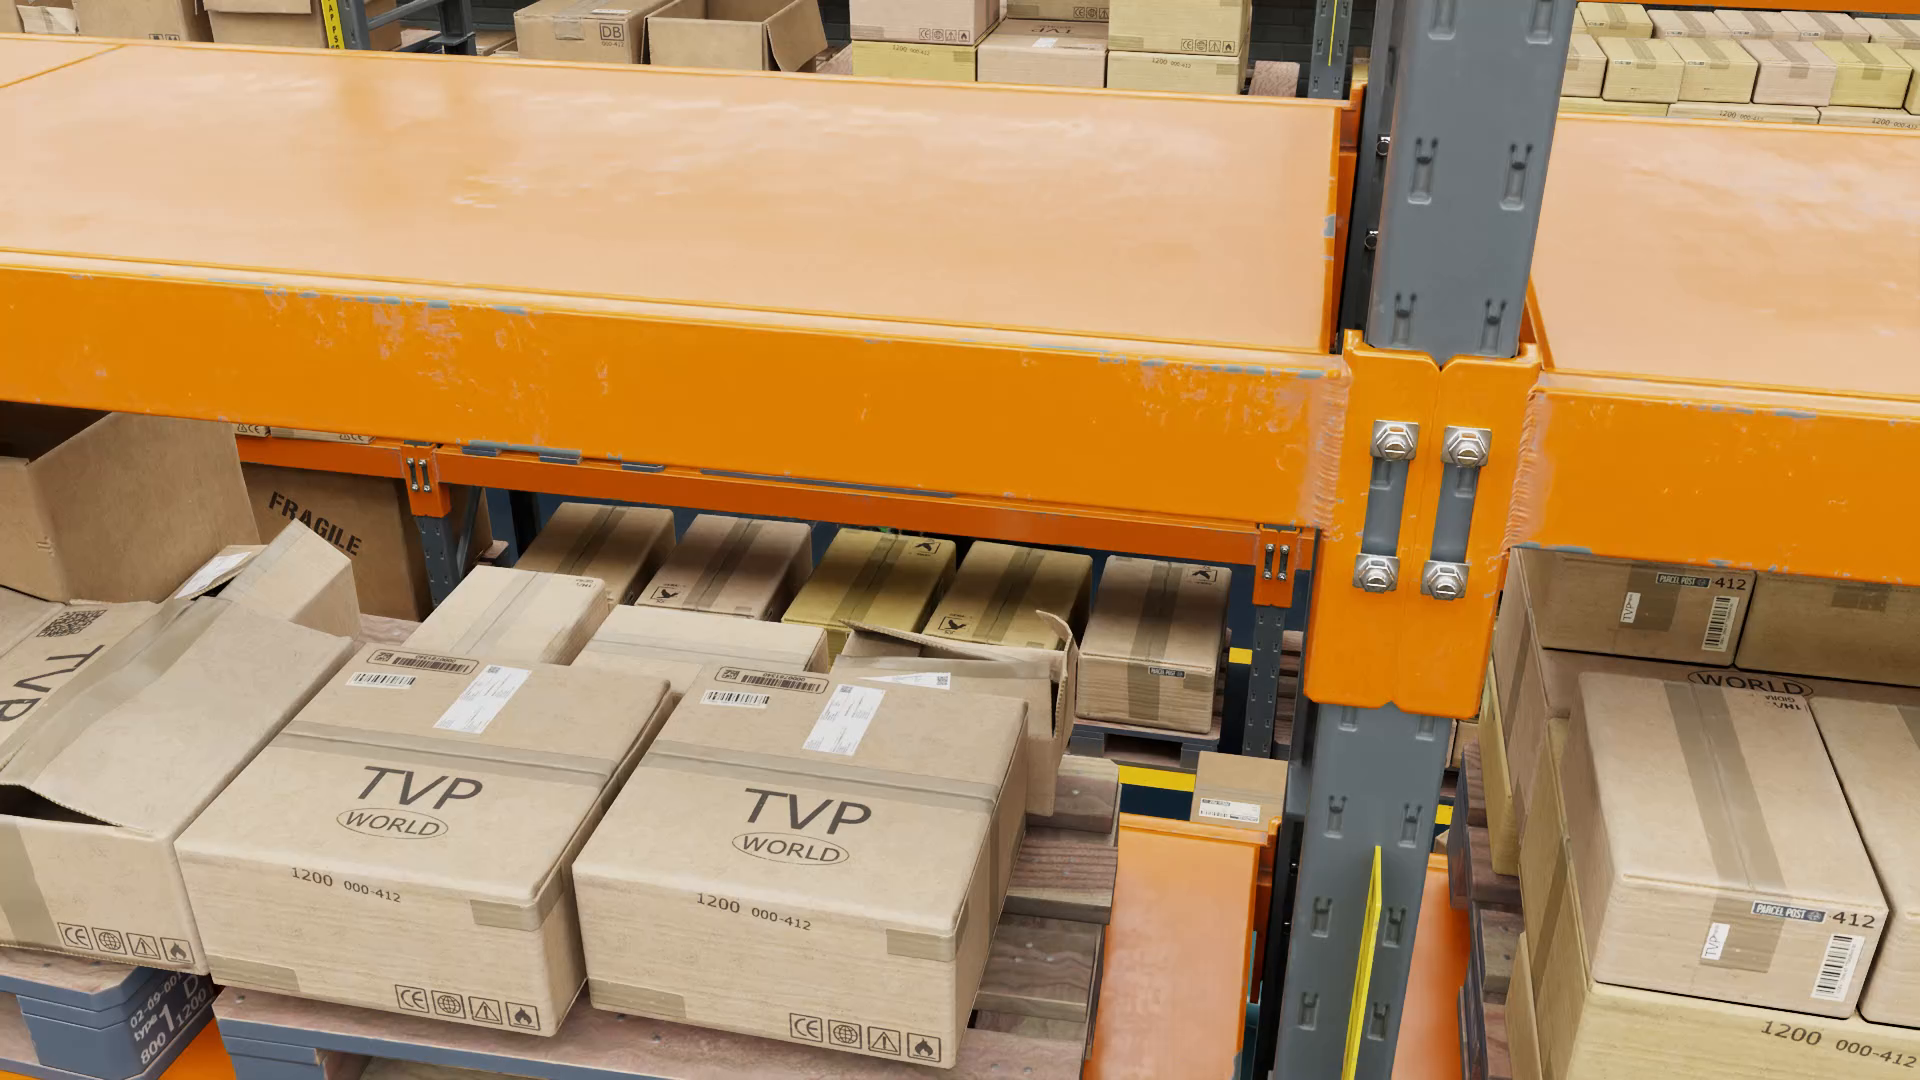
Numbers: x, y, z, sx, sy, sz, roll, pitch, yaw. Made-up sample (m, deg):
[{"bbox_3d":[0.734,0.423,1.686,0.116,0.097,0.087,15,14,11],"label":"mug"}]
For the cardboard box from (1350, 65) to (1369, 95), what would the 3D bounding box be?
[{"bbox_3d":[2.745,-3.050,11.108,0.250,0.149,0.380,6,29,12],"label":"cardboard box"}]

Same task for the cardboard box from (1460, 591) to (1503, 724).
[{"bbox_3d":[2.509,0.496,7.365,0.500,0.500,0.500,7,29,13],"label":"cardboard box"}]

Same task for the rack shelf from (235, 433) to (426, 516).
[{"bbox_3d":[-4.406,-0.717,8.685,4.000,0.370,1.077,6,29,11],"label":"rack shelf"}]

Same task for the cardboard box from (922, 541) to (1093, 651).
[{"bbox_3d":[0.245,0.416,8.166,0.625,0.372,0.950,8,30,14],"label":"cardboard box"}]

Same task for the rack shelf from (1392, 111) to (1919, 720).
[{"bbox_3d":[2.483,-0.036,1.610,4.000,0.370,1.077,6,29,11],"label":"rack shelf"}]

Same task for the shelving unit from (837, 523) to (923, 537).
[{"bbox_3d":[-0.459,-0.421,9.269,0.258,1.200,0.503,-21,35,-33],"label":"shelving unit"}]

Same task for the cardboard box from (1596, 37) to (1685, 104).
[{"bbox_3d":[2.470,-1.719,6.074,0.250,0.149,0.380,6,29,10],"label":"cardboard box"}]

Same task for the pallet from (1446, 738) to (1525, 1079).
[{"bbox_3d":[1.325,0.714,2.290,1.213,0.211,1.003,6,29,11],"label":"pallet"}]

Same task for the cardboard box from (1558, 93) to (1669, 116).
[{"bbox_3d":[2.342,-1.591,6.255,0.500,0.250,0.500,6,29,10],"label":"cardboard box"}]

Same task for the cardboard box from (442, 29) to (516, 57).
[{"bbox_3d":[-3.628,-3.508,12.493,0.500,0.500,0.700,6,29,10],"label":"cardboard box"}]

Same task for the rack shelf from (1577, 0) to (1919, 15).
[{"bbox_3d":[4.451,-3.562,10.758,4.000,0.370,1.077,6,29,11],"label":"rack shelf"}]

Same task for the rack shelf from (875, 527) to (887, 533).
[{"bbox_3d":[-0.459,-0.154,9.415,0.258,0.148,0.480,-21,35,-33],"label":"rack shelf"}]

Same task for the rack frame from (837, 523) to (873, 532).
[{"bbox_3d":[-0.610,-0.513,9.438,0.240,1.200,0.015,-21,35,-33],"label":"rack frame"}]

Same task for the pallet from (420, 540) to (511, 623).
[{"bbox_3d":[-3.205,0.277,9.024,1.213,0.211,1.003,6,29,11],"label":"pallet"}]

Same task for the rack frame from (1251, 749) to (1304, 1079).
[{"bbox_3d":[0.527,1.904,3.148,0.127,3.000,1.000,6,29,11],"label":"rack frame"}]

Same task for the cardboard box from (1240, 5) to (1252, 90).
[{"bbox_3d":[0.974,-2.112,7.079,0.500,0.250,0.500,5,29,9],"label":"cardboard box"}]

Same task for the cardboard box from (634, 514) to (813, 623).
[{"bbox_3d":[-1.176,0.268,8.436,0.625,0.372,0.950,5,29,10],"label":"cardboard box"}]

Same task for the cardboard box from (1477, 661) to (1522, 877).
[{"bbox_3d":[0.950,0.357,2.571,0.250,0.149,0.380,6,29,10],"label":"cardboard box"}]

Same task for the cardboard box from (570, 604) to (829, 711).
[{"bbox_3d":[-0.435,0.250,2.766,0.380,0.149,0.250,6,29,11],"label":"cardboard box"}]

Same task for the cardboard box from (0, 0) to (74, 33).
[{"bbox_3d":[-4.234,-2.416,7.375,0.500,0.500,0.500,6,29,11],"label":"cardboard box"}]

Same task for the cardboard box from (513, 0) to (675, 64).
[{"bbox_3d":[-1.525,-2.092,7.219,0.500,0.500,0.700,6,29,11],"label":"cardboard box"}]

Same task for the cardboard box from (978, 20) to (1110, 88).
[{"bbox_3d":[0.367,-1.908,6.708,0.500,0.250,0.500,6,29,11],"label":"cardboard box"}]

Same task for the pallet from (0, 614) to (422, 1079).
[{"bbox_3d":[-1.649,0.421,2.931,1.213,0.211,1.003,7,30,13],"label":"pallet"}]

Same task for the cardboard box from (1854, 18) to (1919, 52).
[{"bbox_3d":[3.587,-1.884,6.375,0.250,0.149,0.380,6,29,12],"label":"cardboard box"}]

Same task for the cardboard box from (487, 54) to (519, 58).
[{"bbox_3d":[-2.098,-2.104,7.608,0.250,0.149,0.380,6,29,11],"label":"cardboard box"}]

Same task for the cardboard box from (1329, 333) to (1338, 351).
[{"bbox_3d":[2.899,-1.536,11.858,0.500,0.250,0.500,6,29,11],"label":"cardboard box"}]

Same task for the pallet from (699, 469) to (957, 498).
[{"bbox_3d":[-0.505,-0.568,7.864,1.213,0.211,1.003,6,29,11],"label":"pallet"}]

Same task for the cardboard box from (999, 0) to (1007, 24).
[{"bbox_3d":[-0.019,-2.202,7.244,0.500,0.250,0.500,6,29,10],"label":"cardboard box"}]

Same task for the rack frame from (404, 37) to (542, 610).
[{"bbox_3d":[-2.450,-0.832,8.146,0.127,3.000,1.000,6,29,11],"label":"rack frame"}]

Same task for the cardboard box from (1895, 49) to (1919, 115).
[{"bbox_3d":[3.475,-1.618,5.890,0.250,0.149,0.380,7,29,12],"label":"cardboard box"}]

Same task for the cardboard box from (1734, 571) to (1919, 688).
[{"bbox_3d":[1.199,0.033,2.332,0.250,0.149,0.380,6,29,10],"label":"cardboard box"}]

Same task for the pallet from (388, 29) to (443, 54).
[{"bbox_3d":[-3.090,-2.104,7.543,1.003,0.211,1.213,7,30,13],"label":"pallet"}]

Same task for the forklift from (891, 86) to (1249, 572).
[{"bbox_3d":[0.903,-1.641,9.695,3.031,2.935,1.130,-21,35,-33],"label":"forklift"}]

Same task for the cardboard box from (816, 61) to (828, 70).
[{"bbox_3d":[-0.905,-3.295,11.866,0.250,0.149,0.380,6,29,12],"label":"cardboard box"}]

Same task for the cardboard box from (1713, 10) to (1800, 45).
[{"bbox_3d":[3.101,-1.958,6.511,0.250,0.149,0.380,6,29,11],"label":"cardboard box"}]

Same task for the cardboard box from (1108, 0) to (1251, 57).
[{"bbox_3d":[0.869,-2.082,6.505,0.500,0.250,0.500,7,29,12],"label":"cardboard box"}]

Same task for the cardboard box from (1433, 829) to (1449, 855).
[{"bbox_3d":[2.226,1.411,6.649,0.500,0.500,0.500,-21,35,-33],"label":"cardboard box"}]

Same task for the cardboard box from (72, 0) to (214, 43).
[{"bbox_3d":[-3.457,-2.386,7.319,0.500,0.500,0.700,4,29,8],"label":"cardboard box"}]

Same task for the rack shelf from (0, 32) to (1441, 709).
[{"bbox_3d":[-1.429,-0.437,2.343,4.000,0.370,1.077,6,29,11],"label":"rack shelf"}]

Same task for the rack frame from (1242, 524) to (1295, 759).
[{"bbox_3d":[1.462,-0.431,7.413,0.127,3.000,1.000,6,29,11],"label":"rack frame"}]

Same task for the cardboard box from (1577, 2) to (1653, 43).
[{"bbox_3d":[2.605,-2.034,6.650,0.250,0.149,0.380,7,29,12],"label":"cardboard box"}]

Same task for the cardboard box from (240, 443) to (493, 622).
[{"bbox_3d":[-3.108,-0.192,8.753,0.875,0.875,0.875,6,29,10],"label":"cardboard box"}]

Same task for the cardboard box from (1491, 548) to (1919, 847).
[{"bbox_3d":[1.062,0.224,2.398,0.500,0.250,0.500,6,29,10],"label":"cardboard box"}]

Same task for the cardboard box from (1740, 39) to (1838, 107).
[{"bbox_3d":[2.987,-1.696,6.032,0.250,0.149,0.380,5,29,10],"label":"cardboard box"}]

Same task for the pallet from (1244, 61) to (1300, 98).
[{"bbox_3d":[0.881,-1.776,6.942,1.003,0.211,1.213,6,29,11],"label":"pallet"}]

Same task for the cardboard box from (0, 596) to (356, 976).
[{"bbox_3d":[-1.233,0.327,2.457,0.500,0.311,0.500,5,29,9],"label":"cardboard box"}]

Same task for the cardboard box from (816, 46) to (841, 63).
[{"bbox_3d":[-1.056,-3.554,12.339,0.250,0.149,0.380,7,29,12],"label":"cardboard box"}]

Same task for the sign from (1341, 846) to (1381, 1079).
[{"bbox_3d":[0.424,0.479,1.761,0.005,0.325,0.100,6,29,11],"label":"sign"}]

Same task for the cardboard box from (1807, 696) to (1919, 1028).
[{"bbox_3d":[1.062,0.342,1.768,0.250,0.149,0.380,6,29,10],"label":"cardboard box"}]

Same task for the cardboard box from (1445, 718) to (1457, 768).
[{"bbox_3d":[1.983,0.777,7.633,0.500,0.250,0.500,5,29,8],"label":"cardboard box"}]

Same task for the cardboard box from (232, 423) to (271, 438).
[{"bbox_3d":[-3.501,-0.739,8.132,0.500,0.250,0.500,6,29,11],"label":"cardboard box"}]

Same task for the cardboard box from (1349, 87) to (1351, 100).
[{"bbox_3d":[2.752,-2.935,11.208,0.250,0.149,0.380,5,29,10],"label":"cardboard box"}]

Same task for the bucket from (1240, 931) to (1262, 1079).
[{"bbox_3d":[1.142,1.604,5.522,0.620,0.611,0.726,7,28,33],"label":"bucket"}]

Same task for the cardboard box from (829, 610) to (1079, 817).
[{"bbox_3d":[-0.011,0.242,2.660,0.396,0.266,0.258,5,29,10],"label":"cardboard box"}]

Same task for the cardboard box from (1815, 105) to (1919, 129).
[{"bbox_3d":[3.323,-1.485,6.062,0.500,0.250,0.500,6,29,11],"label":"cardboard box"}]

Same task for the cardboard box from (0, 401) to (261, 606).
[{"bbox_3d":[-1.626,-0.042,2.934,0.500,0.500,0.500,6,29,11],"label":"cardboard box"}]

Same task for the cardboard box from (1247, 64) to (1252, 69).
[{"bbox_3d":[1.945,-3.278,11.834,0.250,0.149,0.380,5,29,9],"label":"cardboard box"}]
